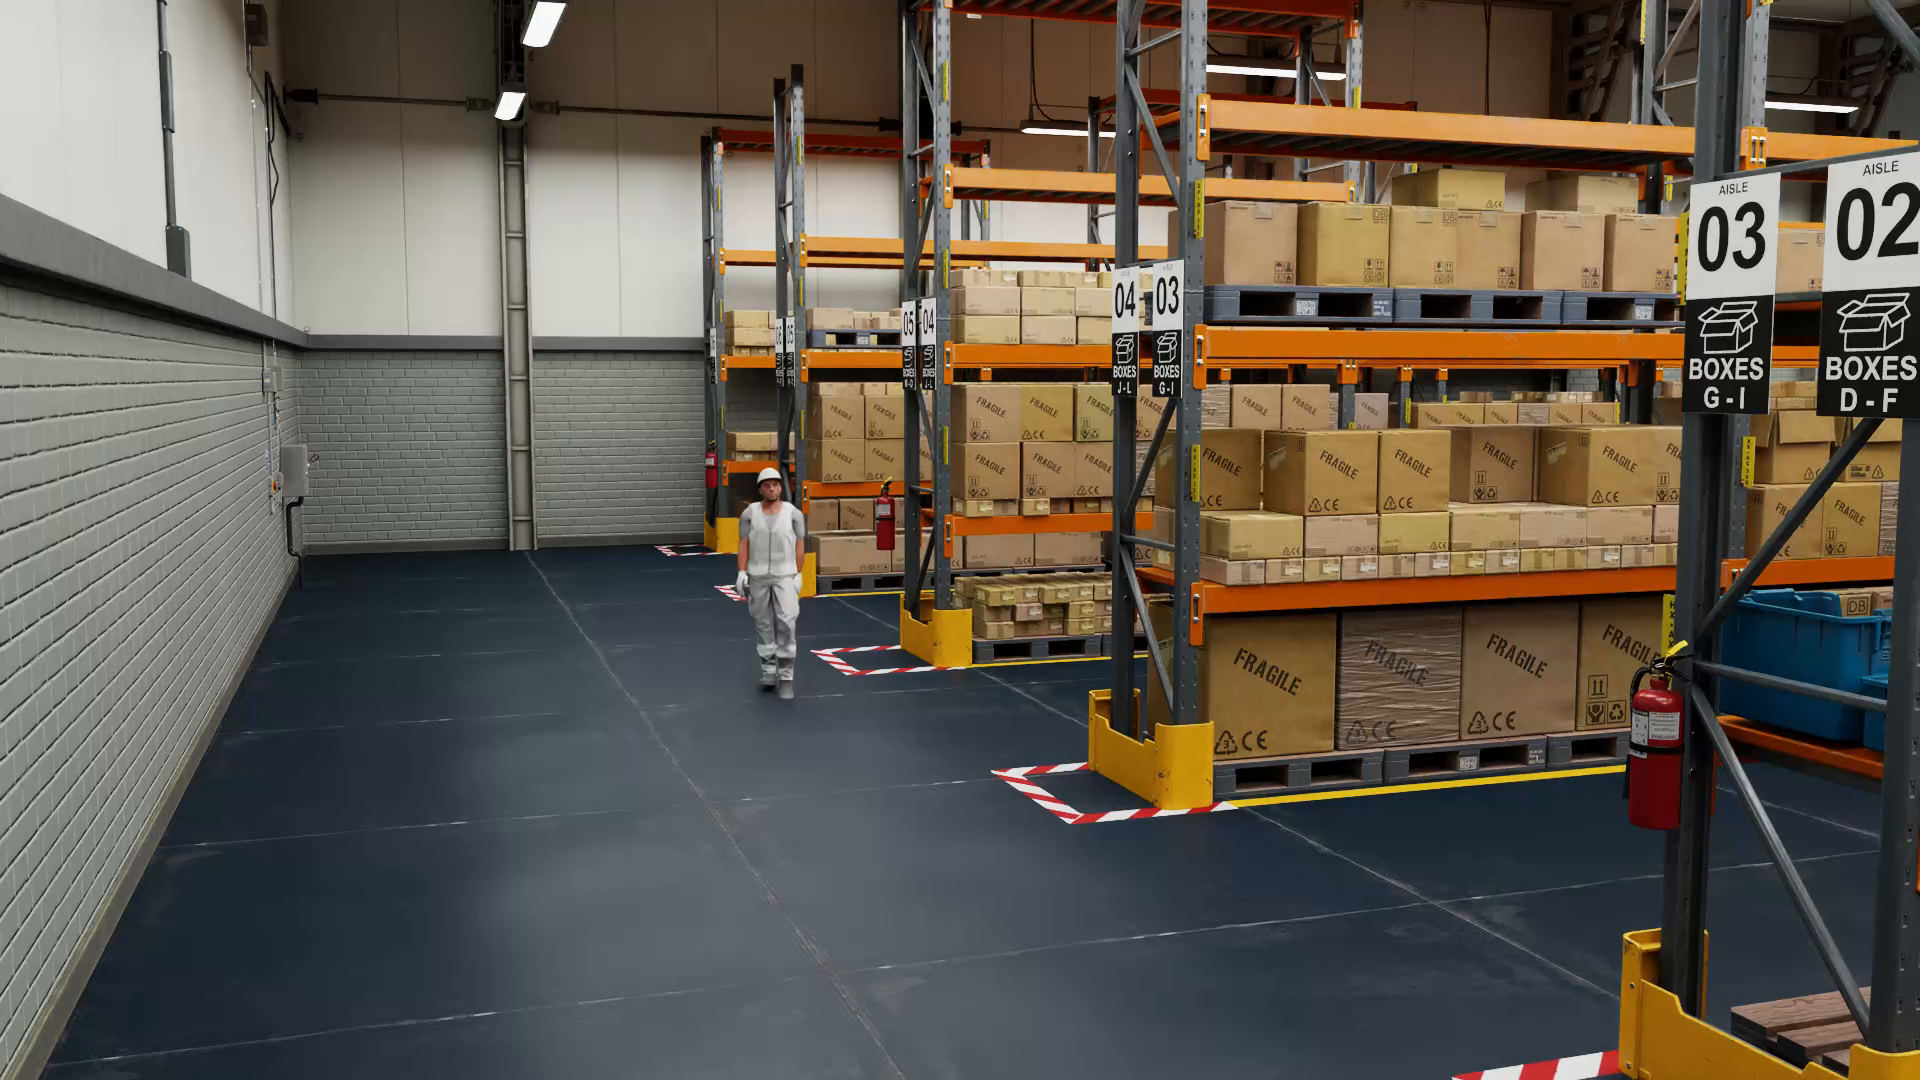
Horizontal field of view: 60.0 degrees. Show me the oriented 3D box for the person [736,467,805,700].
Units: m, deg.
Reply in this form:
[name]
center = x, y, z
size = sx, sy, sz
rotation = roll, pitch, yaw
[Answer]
[person]
center = -1.512, 0.349, 13.257
size = 0.532, 1.848, 0.634
rotation = 0, 6, -1
